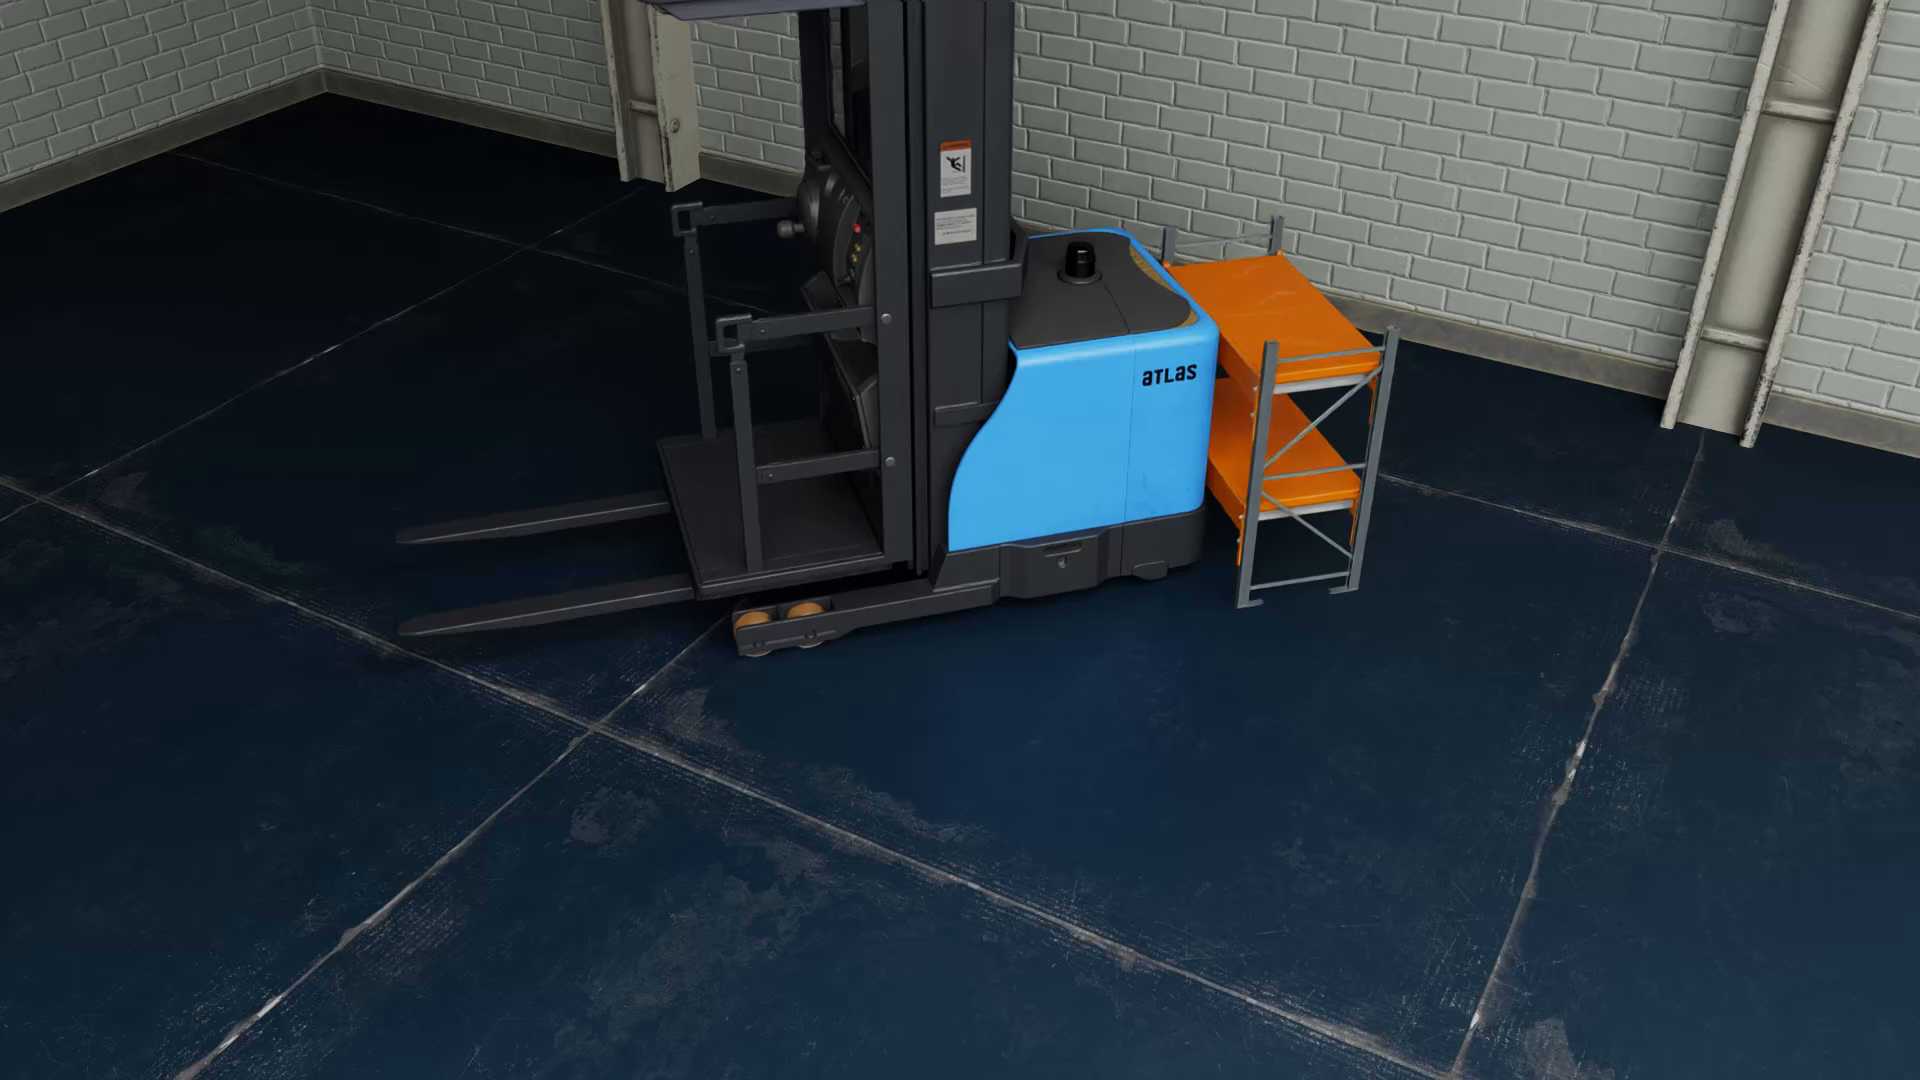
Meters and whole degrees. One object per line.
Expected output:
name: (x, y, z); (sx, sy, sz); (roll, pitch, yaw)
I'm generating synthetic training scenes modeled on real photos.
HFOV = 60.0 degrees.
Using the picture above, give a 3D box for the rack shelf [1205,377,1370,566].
rack shelf: (1.176, -0.318, 6.654); (0.538, 0.278, 1.000); (-8, 34, -12)

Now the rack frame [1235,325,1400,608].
rack frame: (1.300, -0.248, 6.108); (0.500, 1.125, 0.032); (-8, 34, -12)

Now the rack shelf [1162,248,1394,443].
rack shelf: (1.176, -0.765, 6.356); (0.538, 0.278, 1.000); (-8, 34, -12)

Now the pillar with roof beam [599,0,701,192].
pillar with roof beam: (-3.934, -3.858, 4.425); (0.400, 9.000, 9.100); (18, 37, 24)

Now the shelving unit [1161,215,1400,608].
shelving unit: (1.176, -0.521, 6.518); (0.538, 1.125, 1.048); (-8, 34, -12)

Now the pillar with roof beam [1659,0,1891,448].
pillar with roof beam: (1.275, -2.208, 1.947); (0.400, 9.000, 9.100); (18, 37, 24)

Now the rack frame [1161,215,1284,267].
rack frame: (1.052, -0.795, 6.928); (0.500, 1.125, 0.032); (-8, 34, -12)

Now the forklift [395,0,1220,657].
forklift: (-0.620, -1.118, 5.784); (3.031, 2.935, 1.130); (-9, 35, -14)
